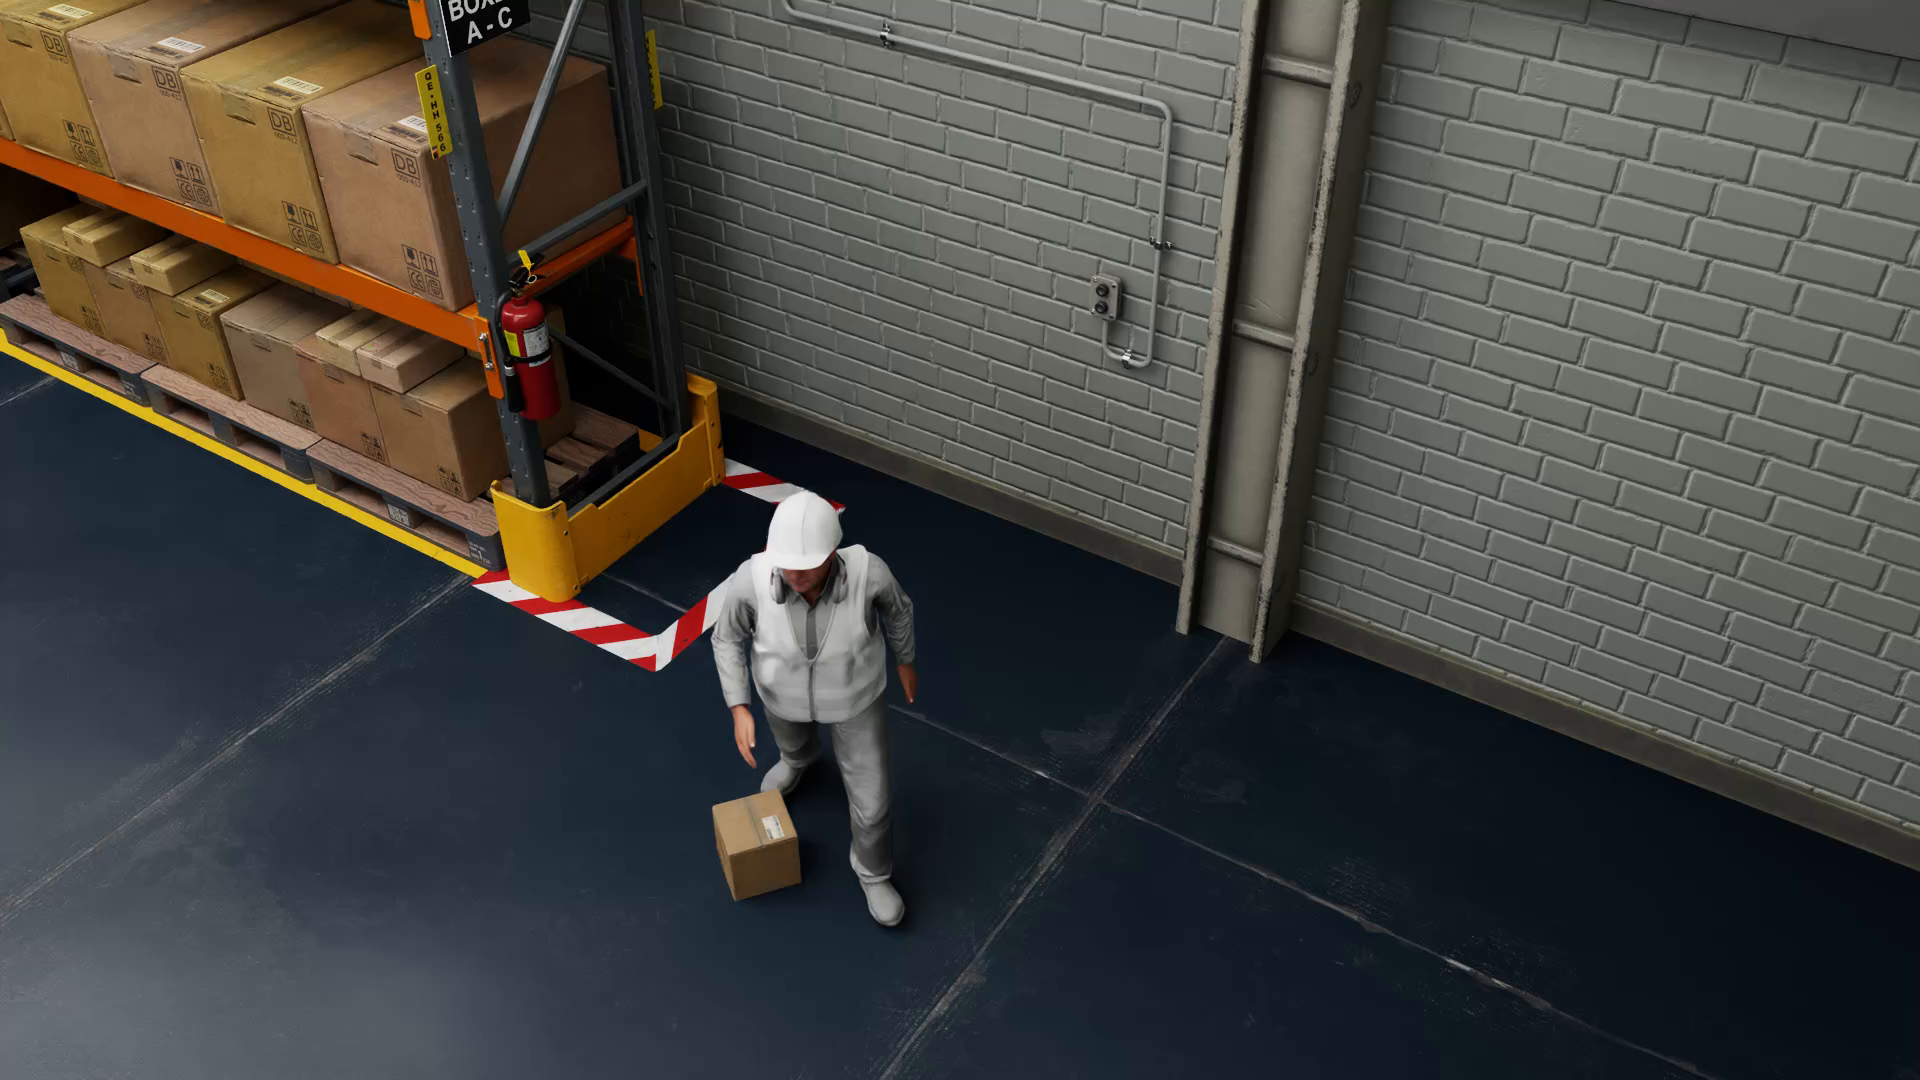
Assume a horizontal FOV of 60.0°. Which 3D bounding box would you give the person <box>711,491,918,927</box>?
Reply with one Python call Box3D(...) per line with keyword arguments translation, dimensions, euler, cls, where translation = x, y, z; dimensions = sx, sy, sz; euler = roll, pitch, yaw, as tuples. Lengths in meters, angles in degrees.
Box3D(translation=(-0.466, 0.437, 5.599), dimensions=(0.649, 1.713, 0.848), euler=(2, 38, 3), cls="person")
